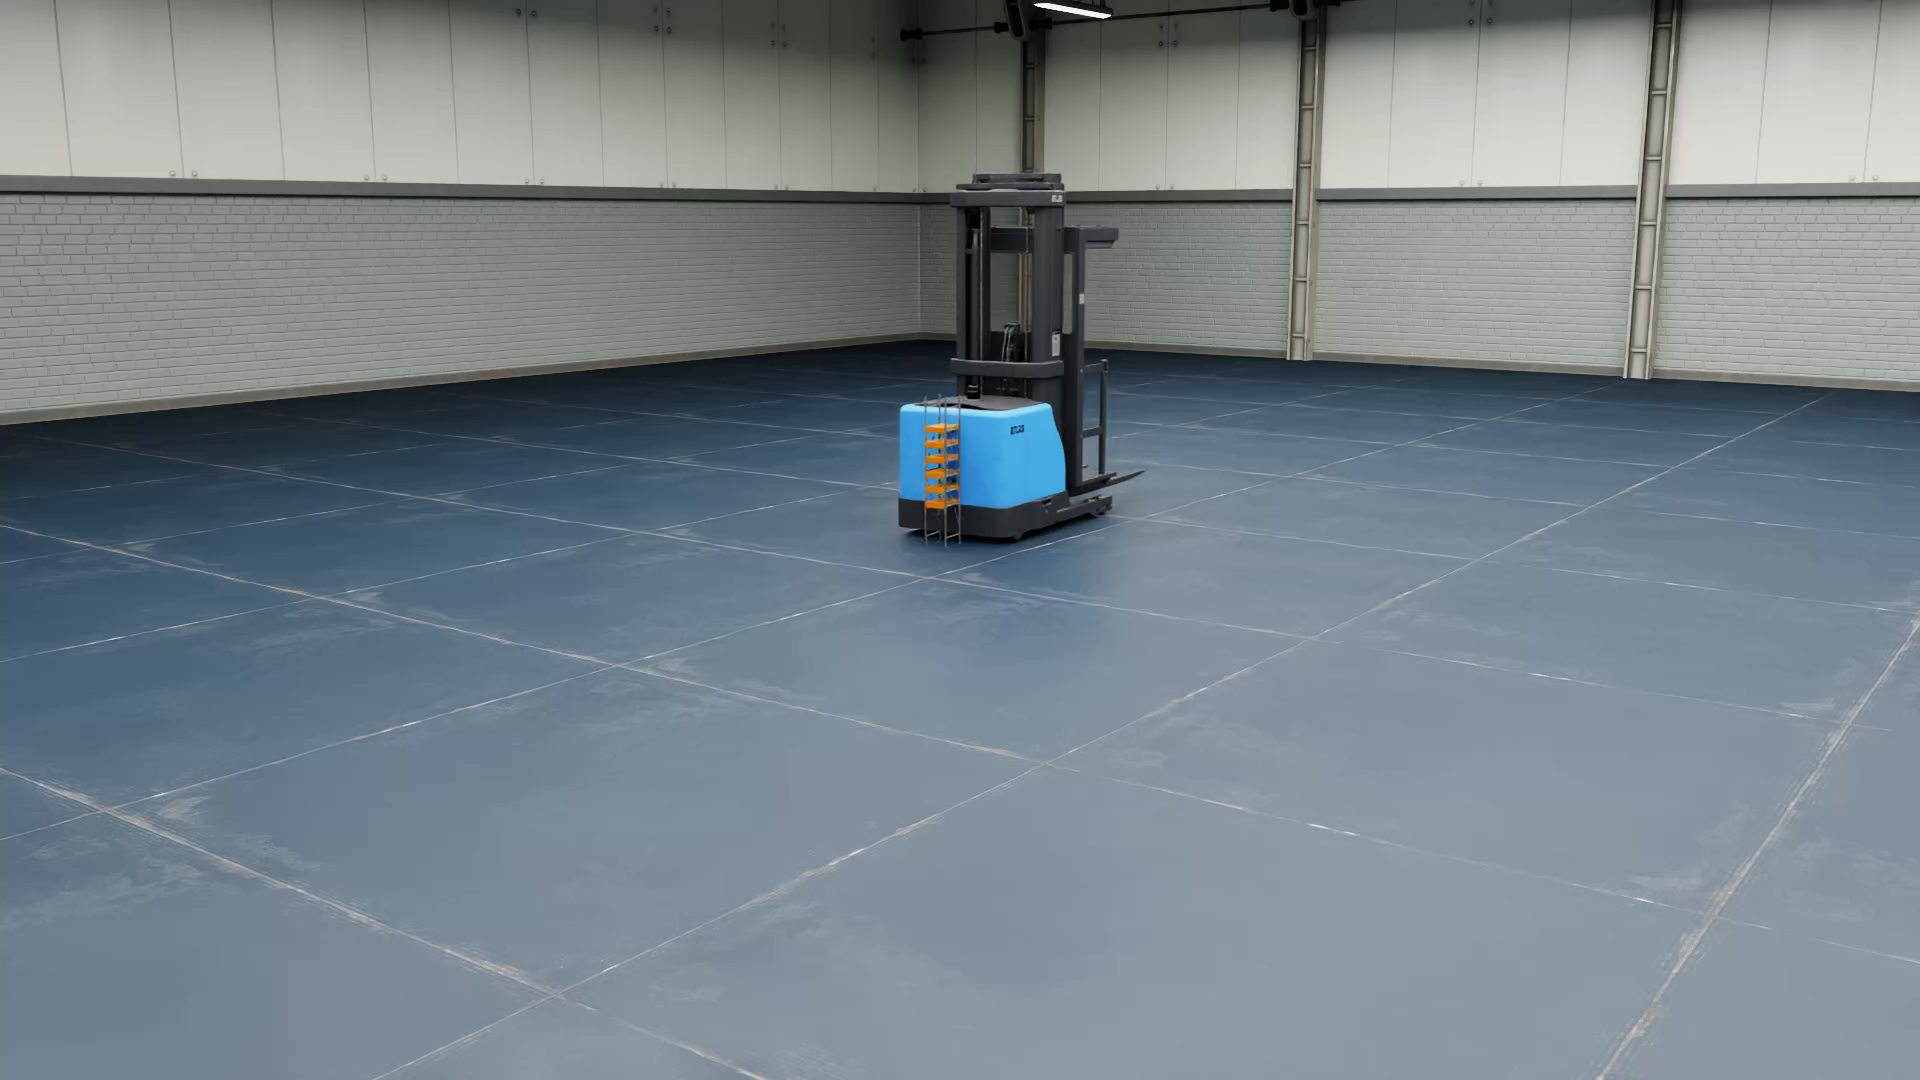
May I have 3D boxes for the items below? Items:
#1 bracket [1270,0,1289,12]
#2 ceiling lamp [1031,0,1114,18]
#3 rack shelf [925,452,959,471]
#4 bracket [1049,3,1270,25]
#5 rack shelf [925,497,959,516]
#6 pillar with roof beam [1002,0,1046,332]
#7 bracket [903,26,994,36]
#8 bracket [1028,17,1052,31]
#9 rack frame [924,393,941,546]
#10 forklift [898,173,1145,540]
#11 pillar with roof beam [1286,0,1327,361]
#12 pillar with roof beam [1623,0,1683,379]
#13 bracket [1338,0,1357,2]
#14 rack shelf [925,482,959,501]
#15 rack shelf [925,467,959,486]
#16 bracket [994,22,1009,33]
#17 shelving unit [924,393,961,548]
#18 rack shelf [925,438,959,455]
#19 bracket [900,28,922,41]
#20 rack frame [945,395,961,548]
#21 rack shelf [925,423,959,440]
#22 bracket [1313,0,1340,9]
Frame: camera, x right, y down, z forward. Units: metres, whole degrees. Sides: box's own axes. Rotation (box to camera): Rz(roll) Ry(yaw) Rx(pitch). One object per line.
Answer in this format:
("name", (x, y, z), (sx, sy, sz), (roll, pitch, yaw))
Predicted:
("bracket", (5.742, -9.512, 29.529), (0.430, 0.232, 0.235), (8, 13, 36))
("ceiling lamp", (1.629, -10.099, 26.672), (0.800, 3.185, 2.000), (8, 13, 36))
("rack shelf", (-0.137, -0.625, 13.201), (0.180, 0.103, 0.258), (6, 13, 29))
("bracket", (3.652, -9.804, 31.036), (4.783, 0.066, 0.076), (8, 13, 36))
("rack shelf", (-0.137, -0.271, 13.270), (0.180, 0.103, 0.258), (6, 13, 29))
("pillar with roof beam", (-1.097, -7.768, 29.991), (0.548, 9.000, 9.100), (8, 13, 36))
("bracket", (-0.528, -10.387, 34.050), (3.189, 0.066, 0.076), (8, 13, 36))
("bracket", (1.575, -10.093, 32.533), (0.430, 0.232, 0.235), (8, 13, 36))
("rack frame", (-0.216, -0.559, 13.260), (0.006, 1.200, 0.240), (6, 13, 29))
("forklift", (0.689, -1.674, 14.464), (1.130, 2.935, 3.031), (7, 13, 31))
("pillar with roof beam", (3.739, -7.093, 26.504), (0.548, 9.000, 9.100), (8, 13, 36))
("pillar with roof beam", (8.575, -6.419, 23.017), (0.400, 9.000, 9.100), (8, 13, 36))
("bracket", (8.488, -9.129, 27.549), (4.783, 0.066, 0.076), (8, 13, 36))
("rack shelf", (-0.137, -0.389, 13.247), (0.180, 0.103, 0.258), (6, 13, 29))
("rack shelf", (-0.137, -0.507, 13.224), (0.180, 0.103, 0.258), (6, 13, 29))
("bracket", (0.906, -10.187, 33.016), (0.430, 0.232, 0.235), (8, 13, 36))
("shelving unit", (-0.137, -0.550, 13.216), (0.189, 1.200, 0.258), (6, 13, 29))
("rack shelf", (-0.137, -0.742, 13.178), (0.180, 0.103, 0.258), (6, 13, 29))
("bracket", (-1.004, -10.453, 34.393), (0.430, 0.232, 0.235), (8, 13, 36))
("rack frame", (-0.058, -0.542, 13.171), (0.006, 1.200, 0.240), (6, 13, 29))
("rack shelf", (-0.137, -0.860, 13.156), (0.180, 0.103, 0.258), (6, 13, 29))
("bracket", (6.412, -9.419, 29.047), (0.430, 0.232, 0.235), (8, 13, 36))
